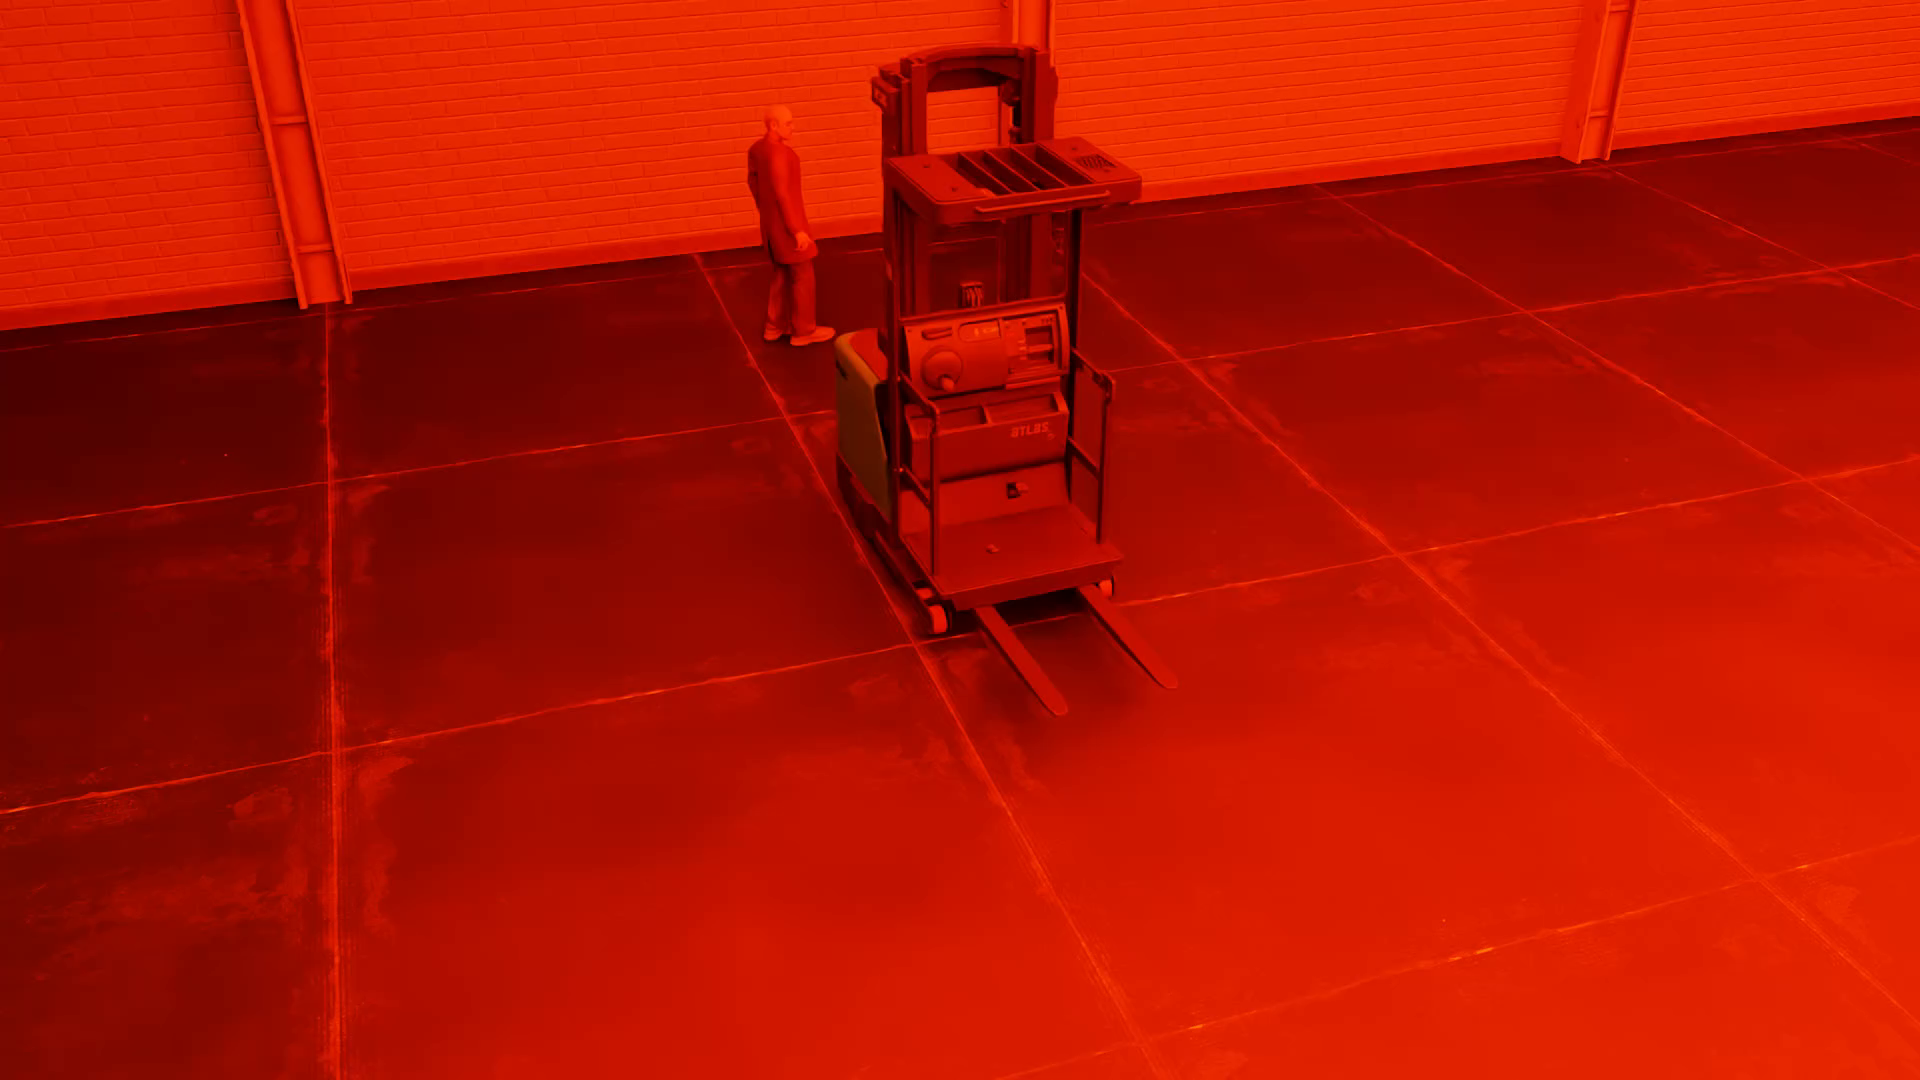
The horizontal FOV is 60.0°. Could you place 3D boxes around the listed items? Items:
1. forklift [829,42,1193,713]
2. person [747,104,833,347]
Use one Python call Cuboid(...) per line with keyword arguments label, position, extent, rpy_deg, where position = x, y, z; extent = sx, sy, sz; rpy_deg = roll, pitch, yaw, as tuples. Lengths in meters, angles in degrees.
Cuboid(label="forklift", position=(0.256, -0.993, 8.813), extent=(1.130, 2.935, 3.031), rpy_deg=(-12, 32, -20))
Cuboid(label="person", position=(-1.257, -2.334, 12.303), extent=(0.474, 1.776, 0.724), rpy_deg=(-17, 34, -27))
